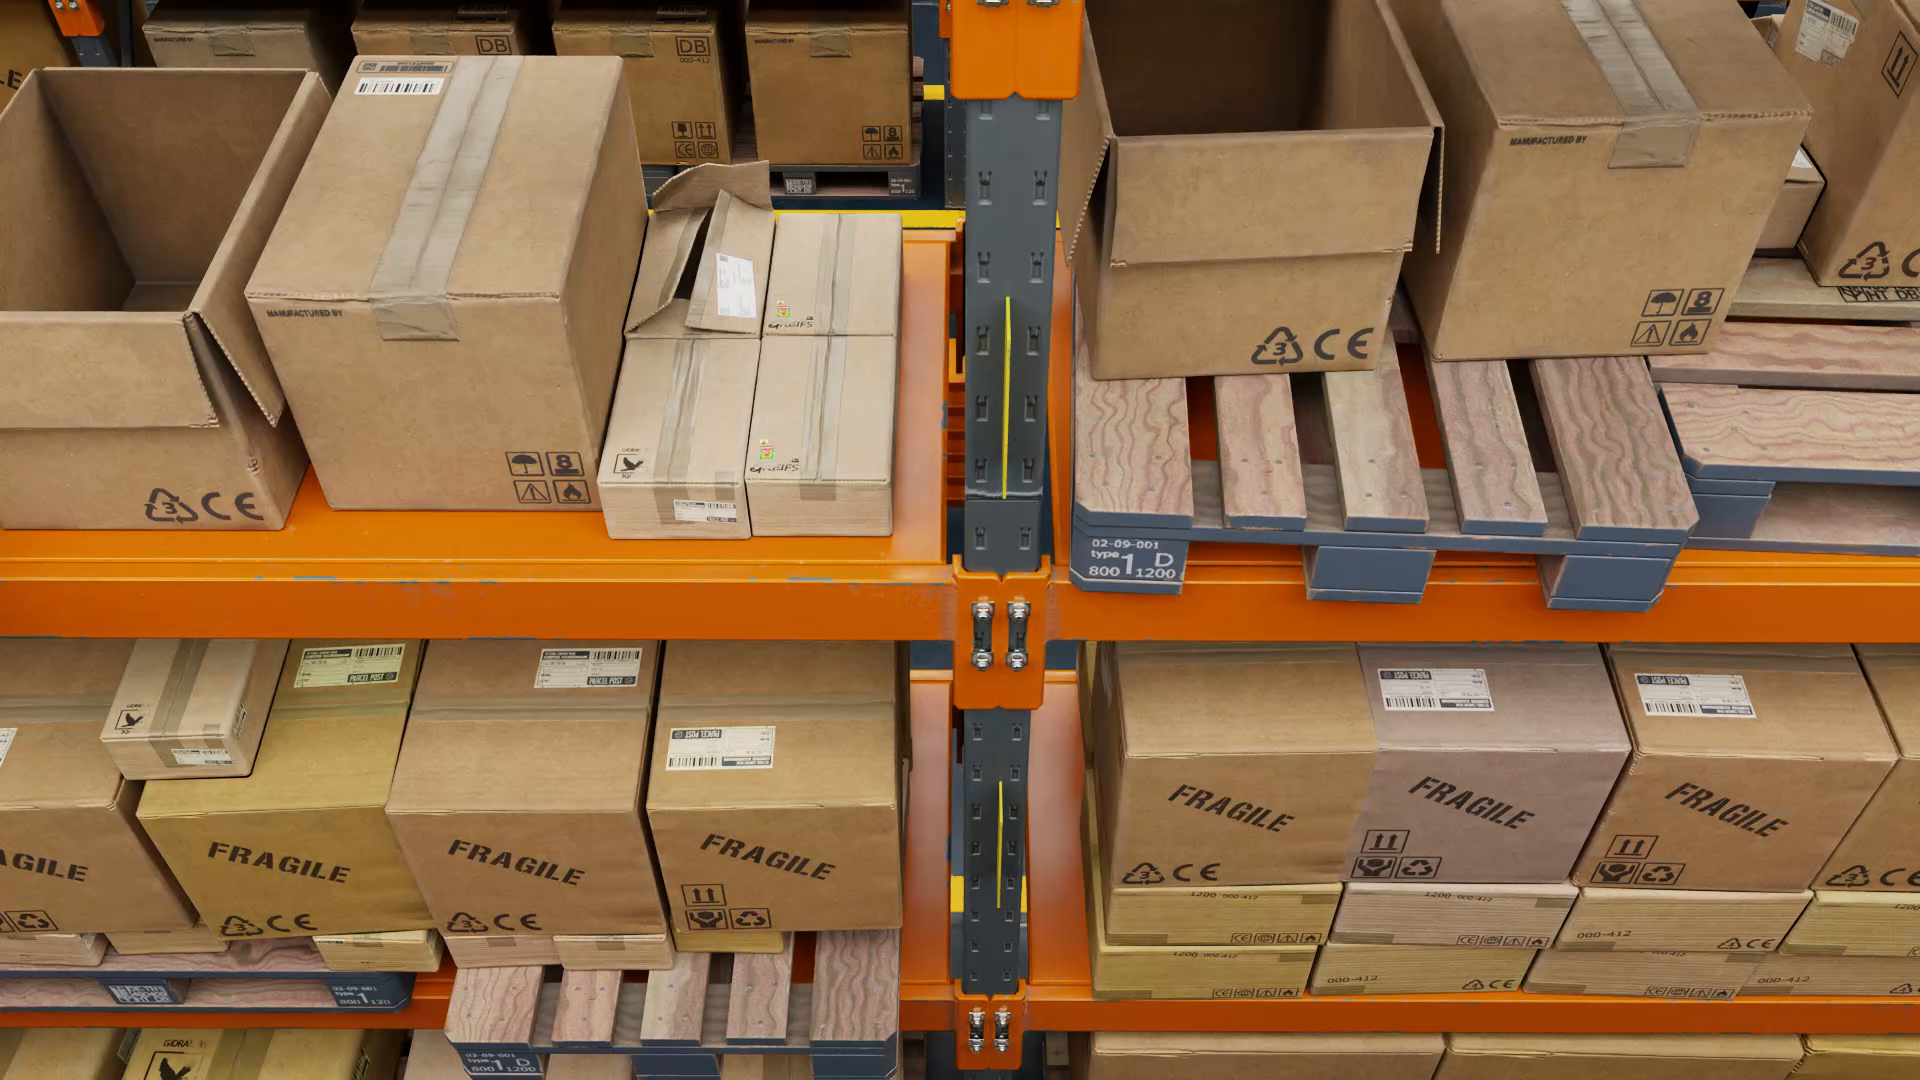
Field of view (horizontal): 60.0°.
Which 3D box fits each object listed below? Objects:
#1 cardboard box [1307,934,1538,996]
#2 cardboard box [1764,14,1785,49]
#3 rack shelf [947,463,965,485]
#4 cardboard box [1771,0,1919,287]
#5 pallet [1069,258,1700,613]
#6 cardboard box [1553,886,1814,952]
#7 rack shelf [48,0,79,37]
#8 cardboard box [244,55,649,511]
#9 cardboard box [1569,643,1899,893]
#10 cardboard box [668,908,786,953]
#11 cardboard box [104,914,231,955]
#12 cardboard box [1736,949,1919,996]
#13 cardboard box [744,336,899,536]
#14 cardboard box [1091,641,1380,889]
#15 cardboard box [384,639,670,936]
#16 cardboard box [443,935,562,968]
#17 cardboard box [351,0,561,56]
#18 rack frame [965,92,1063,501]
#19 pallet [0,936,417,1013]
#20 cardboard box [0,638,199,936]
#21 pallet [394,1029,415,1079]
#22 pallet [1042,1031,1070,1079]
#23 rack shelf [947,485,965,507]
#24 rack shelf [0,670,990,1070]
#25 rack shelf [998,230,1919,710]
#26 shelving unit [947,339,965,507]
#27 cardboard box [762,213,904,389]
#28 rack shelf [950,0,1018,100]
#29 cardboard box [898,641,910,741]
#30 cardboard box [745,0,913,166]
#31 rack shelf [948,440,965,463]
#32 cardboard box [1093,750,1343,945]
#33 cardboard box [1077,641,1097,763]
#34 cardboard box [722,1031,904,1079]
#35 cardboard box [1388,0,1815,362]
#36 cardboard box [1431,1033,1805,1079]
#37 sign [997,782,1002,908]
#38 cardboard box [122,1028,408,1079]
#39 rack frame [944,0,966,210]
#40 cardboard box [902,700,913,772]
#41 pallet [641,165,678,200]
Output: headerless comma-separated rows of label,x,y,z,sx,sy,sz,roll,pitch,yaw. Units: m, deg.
cardboard box,1.075,0.817,4.043,0.500,0.250,0.500,-1,47,-1
cardboard box,4.307,-2.526,8.509,0.250,0.149,0.380,1,47,1
rack shelf,-0.014,-0.297,6.431,0.180,0.103,0.258,0,47,0
cardboard box,1.837,-0.815,3.055,0.500,0.500,0.500,1,47,1
pallet,0.717,-0.403,3.156,1.003,0.211,1.213,2,47,2
cardboard box,1.594,0.667,3.841,0.500,0.250,0.500,0,47,0
rack shelf,-6.010,-2.803,7.801,4.000,0.370,1.077,0,47,0
cardboard box,-0.875,-0.474,3.025,0.500,0.500,0.700,0,47,0
cardboard box,1.579,0.404,3.573,0.500,0.500,0.500,1,47,1
cardboard box,-0.524,0.758,3.880,0.250,0.149,0.380,1,47,1
cardboard box,-1.805,0.759,3.879,0.250,0.149,0.380,-1,47,-1
cardboard box,2.093,0.821,4.039,0.500,0.250,0.500,0,47,0
cardboard box,-0.243,-0.192,3.002,0.250,0.149,0.380,0,47,0
cardboard box,0.565,0.397,3.580,0.500,0.500,0.500,-1,47,-1
cardboard box,-0.900,0.522,3.656,0.500,0.500,0.500,-1,47,0
cardboard box,-1.028,0.783,3.856,0.250,0.149,0.380,-2,47,-2
cardboard box,-2.424,-2.478,8.257,0.750,0.750,1.050,0,47,0
rack frame,0.073,-1.452,1.954,0.127,3.000,1.000,0,47,0
pallet,-1.907,0.682,4.197,1.213,0.211,1.003,0,47,0
cardboard box,-1.950,0.519,3.659,0.500,0.500,0.500,-2,47,-1
pallet,-1.925,1.533,5.179,1.213,0.211,1.003,0,47,0
pallet,0.861,1.599,5.117,1.213,0.211,1.003,0,47,0
rack shelf,-0.014,-0.215,6.519,0.180,0.103,0.258,0,47,0
rack shelf,-1.927,0.831,4.418,4.000,0.370,1.077,0,47,0
rack shelf,2.073,-0.180,3.310,4.000,0.370,1.077,0,47,0
shelving unit,-0.014,-0.409,6.311,0.189,1.200,0.258,0,47,0
cardboard box,-0.241,-0.470,3.261,0.250,0.149,0.380,0,47,0
rack shelf,-1.927,-1.076,2.369,4.000,0.370,1.077,0,47,0
cardboard box,-0.376,0.143,4.010,0.500,0.500,0.500,-1,47,-1
cardboard box,-0.618,-2.476,8.255,0.750,0.750,1.050,0,47,0
rack shelf,-0.014,-0.379,6.343,0.180,0.103,0.258,0,47,0
cardboard box,0.579,0.655,3.852,0.500,0.250,0.500,0,47,0
cardboard box,0.558,0.288,4.194,0.500,0.250,0.500,0,47,0
cardboard box,-0.492,1.335,4.966,0.625,0.372,0.950,-3,47,-3
cardboard box,1.064,-0.744,2.989,0.500,0.500,0.700,-2,47,-2
cardboard box,1.655,1.241,4.711,0.875,0.875,0.875,1,47,1
sign,0.080,0.621,3.385,0.005,0.325,0.100,0,47,0
cardboard box,-1.988,1.333,4.969,0.625,0.372,0.950,2,47,1
rack frame,-0.010,-3.032,7.523,0.127,3.000,1.000,0,47,0
cardboard box,-0.251,0.397,4.216,0.250,0.149,0.380,-2,47,-2
pallet,-2.015,-2.145,8.602,1.213,0.211,1.003,0,47,0
